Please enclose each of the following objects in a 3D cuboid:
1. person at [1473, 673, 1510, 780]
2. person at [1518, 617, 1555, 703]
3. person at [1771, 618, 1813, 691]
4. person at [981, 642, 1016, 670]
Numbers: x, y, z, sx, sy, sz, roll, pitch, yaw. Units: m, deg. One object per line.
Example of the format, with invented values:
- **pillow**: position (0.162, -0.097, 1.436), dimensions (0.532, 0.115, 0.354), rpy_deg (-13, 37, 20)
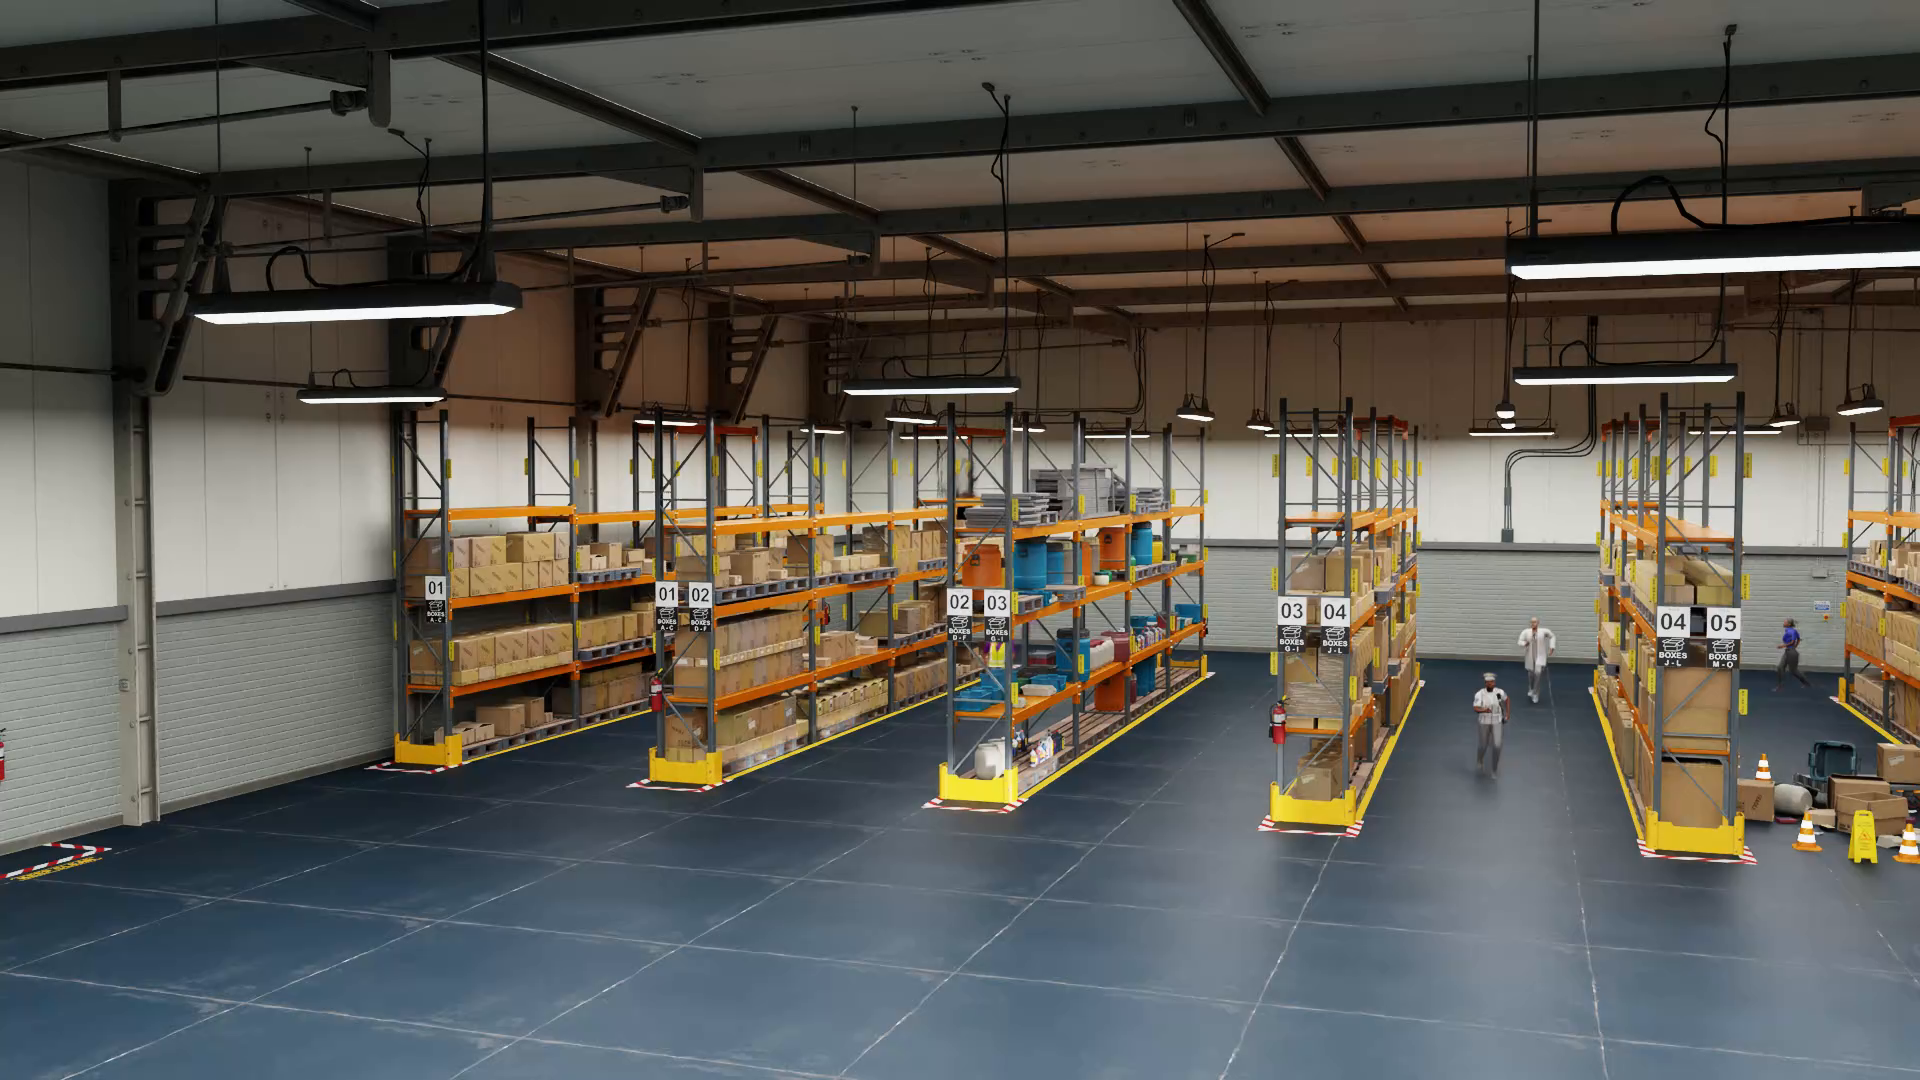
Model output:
- **person**: position (8.619, 3.004, 26.982), dimensions (0.584, 1.738, 0.881), rpy_deg (1, 3, 14)
- **person**: position (12.448, 2.581, 35.908), dimensions (0.731, 1.840, 0.986), rpy_deg (1, 3, 30)
- **person**: position (18.579, 2.576, 37.125), dimensions (0.806, 1.662, 0.575), rpy_deg (1, 3, 22)
- **person**: position (0.789, 2.663, 34.517), dimensions (0.731, 1.733, 0.722), rpy_deg (0, 2, 11)
